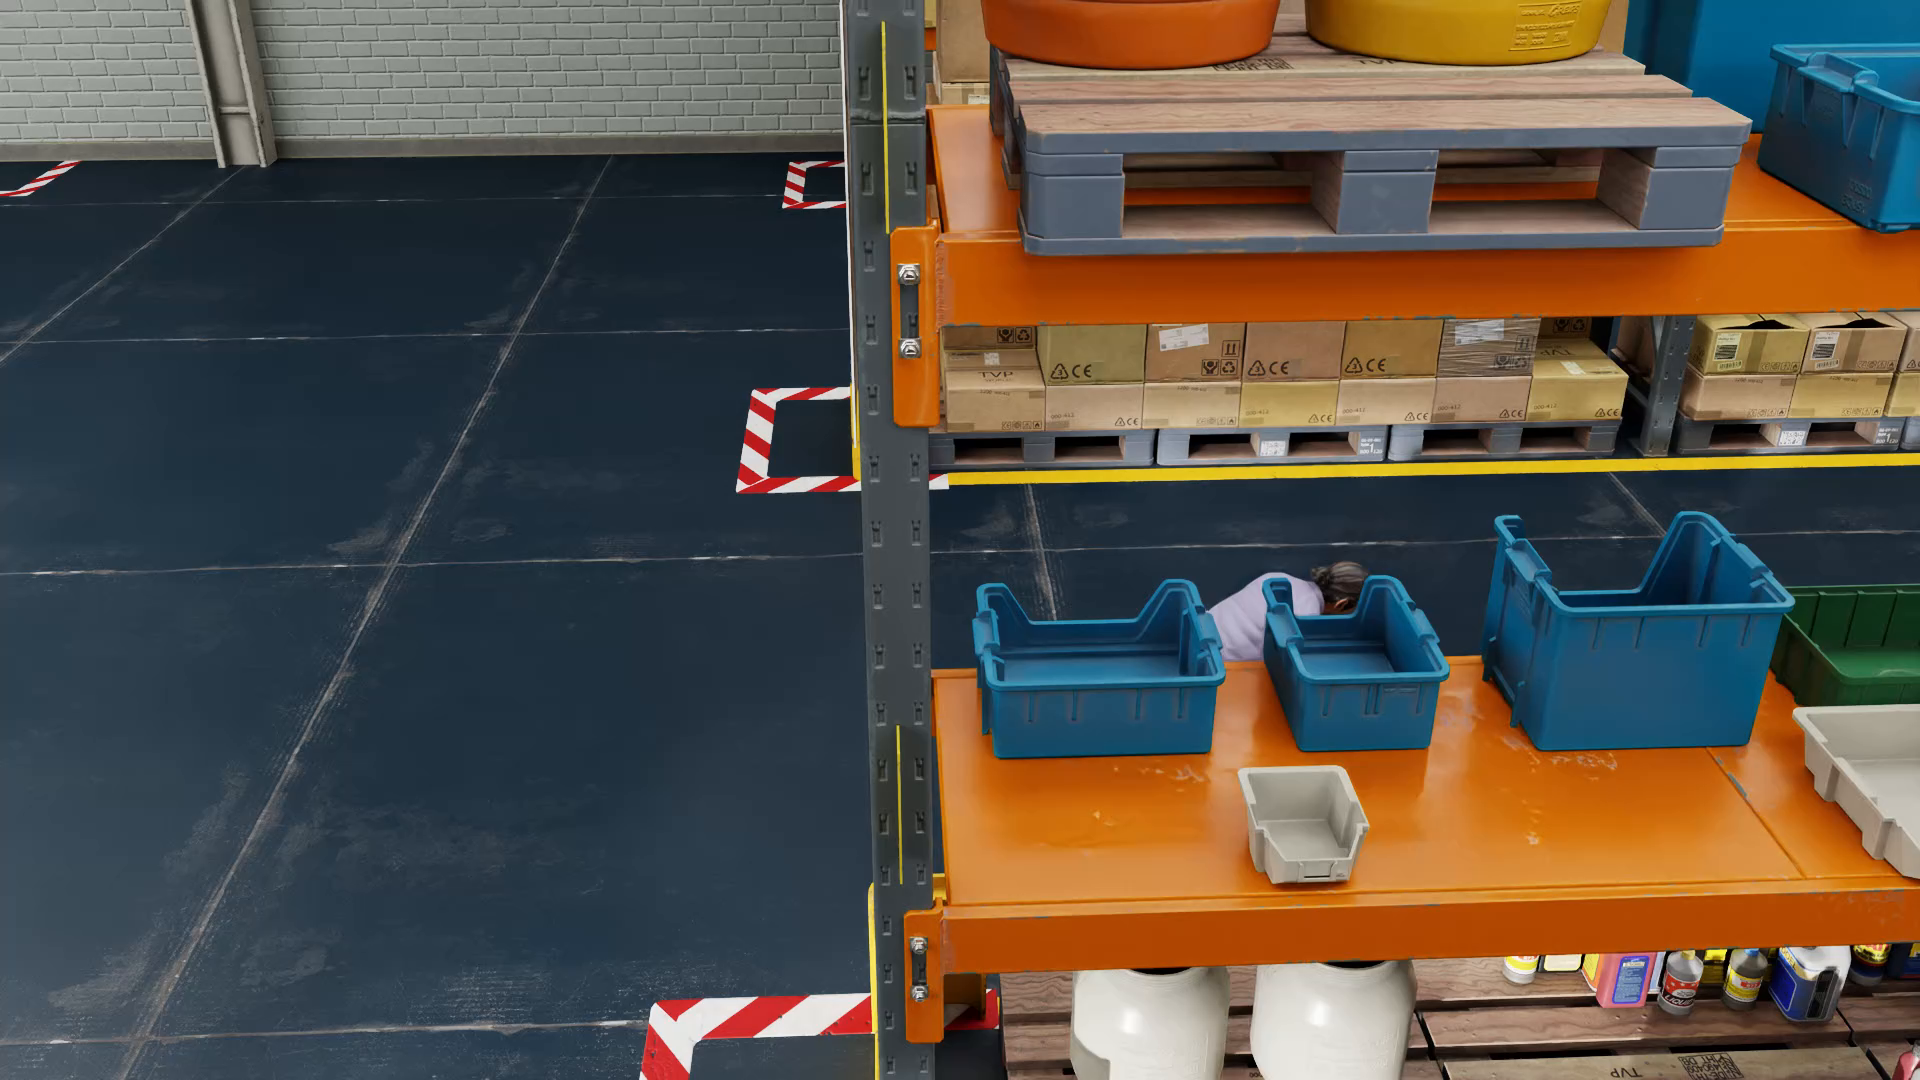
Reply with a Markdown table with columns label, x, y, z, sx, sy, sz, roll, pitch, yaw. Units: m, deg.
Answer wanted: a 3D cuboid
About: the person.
| label | x | y | z | sx | sy | sz | roll | pitch | yaw |
| --- | --- | --- | --- | --- | --- | --- | --- | --- | --- |
| person | 0.917 | 0.187 | 5.784 | 0.369 | 1.641 | 0.526 | -2 | 28 | -4 |
